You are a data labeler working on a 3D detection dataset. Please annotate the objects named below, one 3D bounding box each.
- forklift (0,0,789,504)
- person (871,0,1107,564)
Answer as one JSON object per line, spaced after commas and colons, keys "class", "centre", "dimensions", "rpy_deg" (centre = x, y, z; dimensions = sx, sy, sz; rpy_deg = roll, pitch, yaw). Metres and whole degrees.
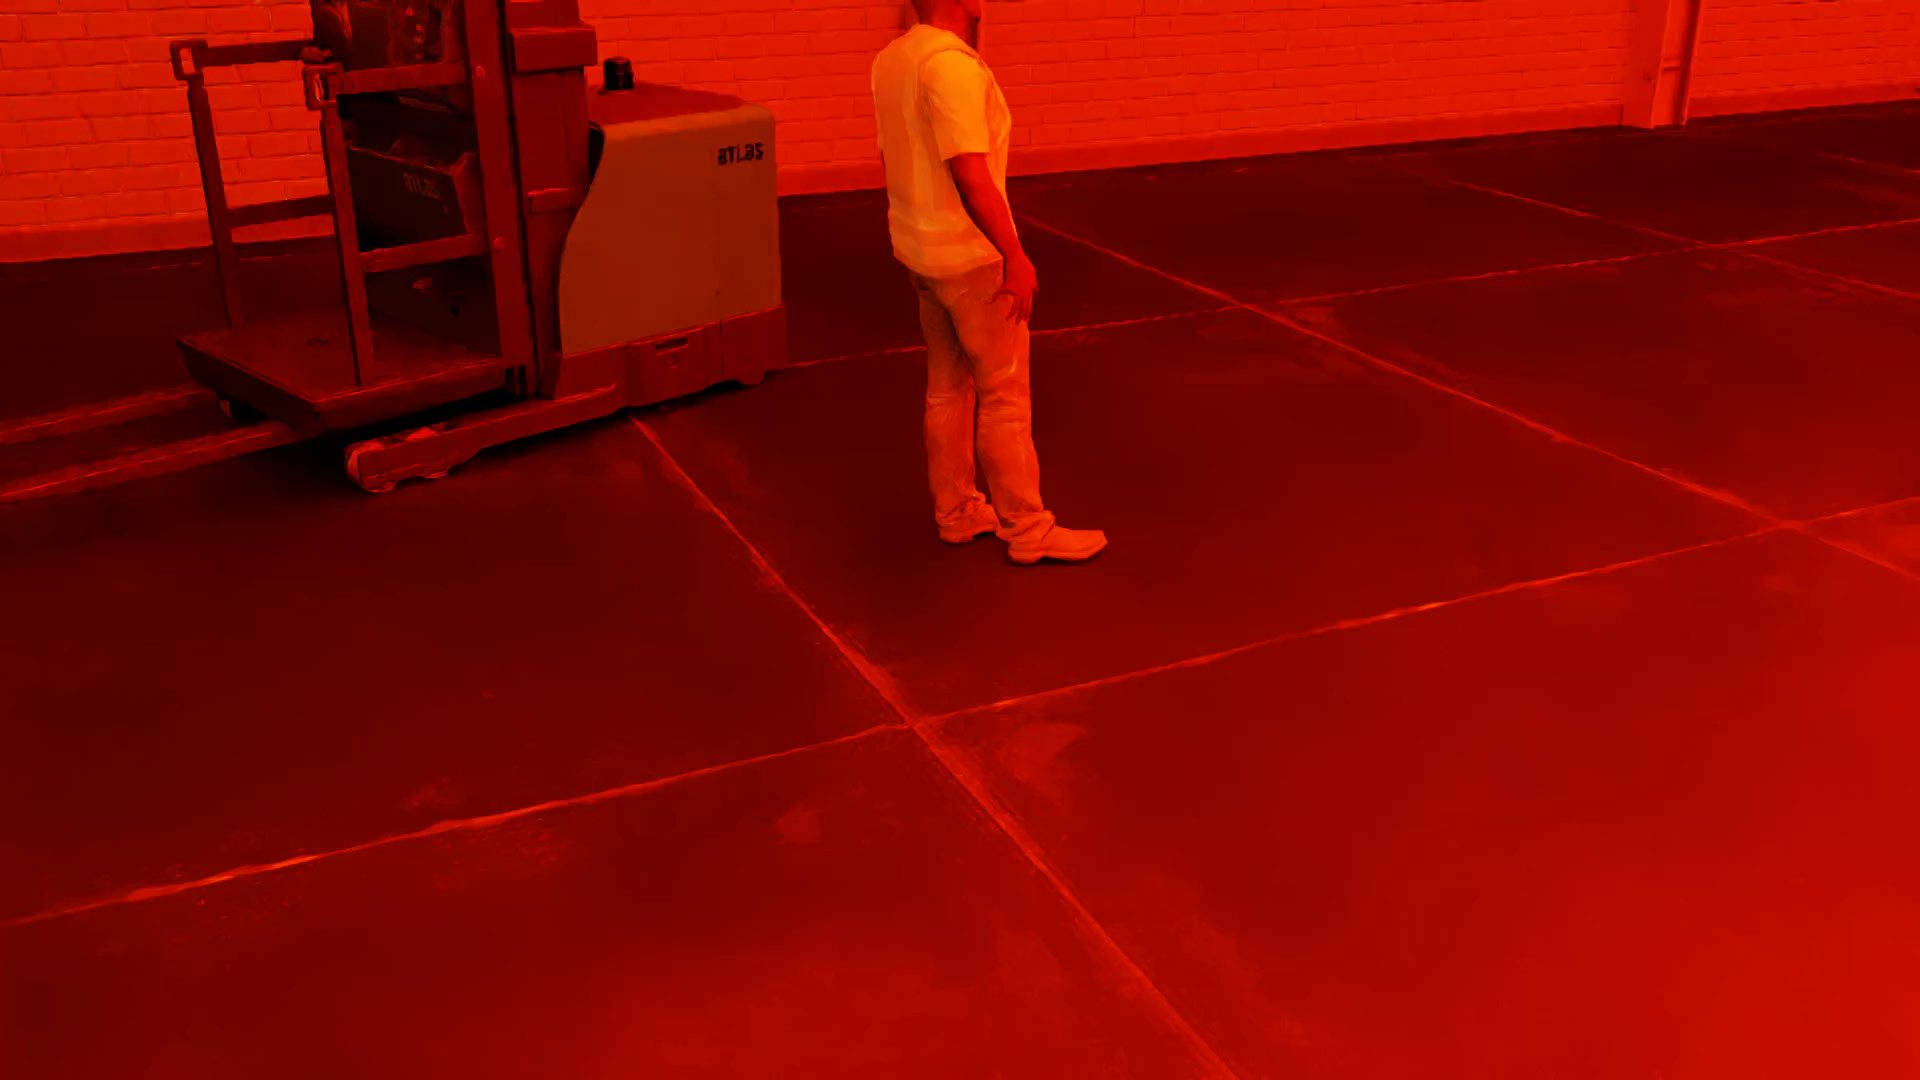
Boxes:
{"class": "forklift", "centre": [-2.080, -1.730, 5.450], "dimensions": [1.130, 2.935, 3.031], "rpy_deg": [21, 30, 41]}
{"class": "person", "centre": [0.065, -0.831, 4.788], "dimensions": [0.576, 1.766, 0.665], "rpy_deg": [-10, 25, -23]}
